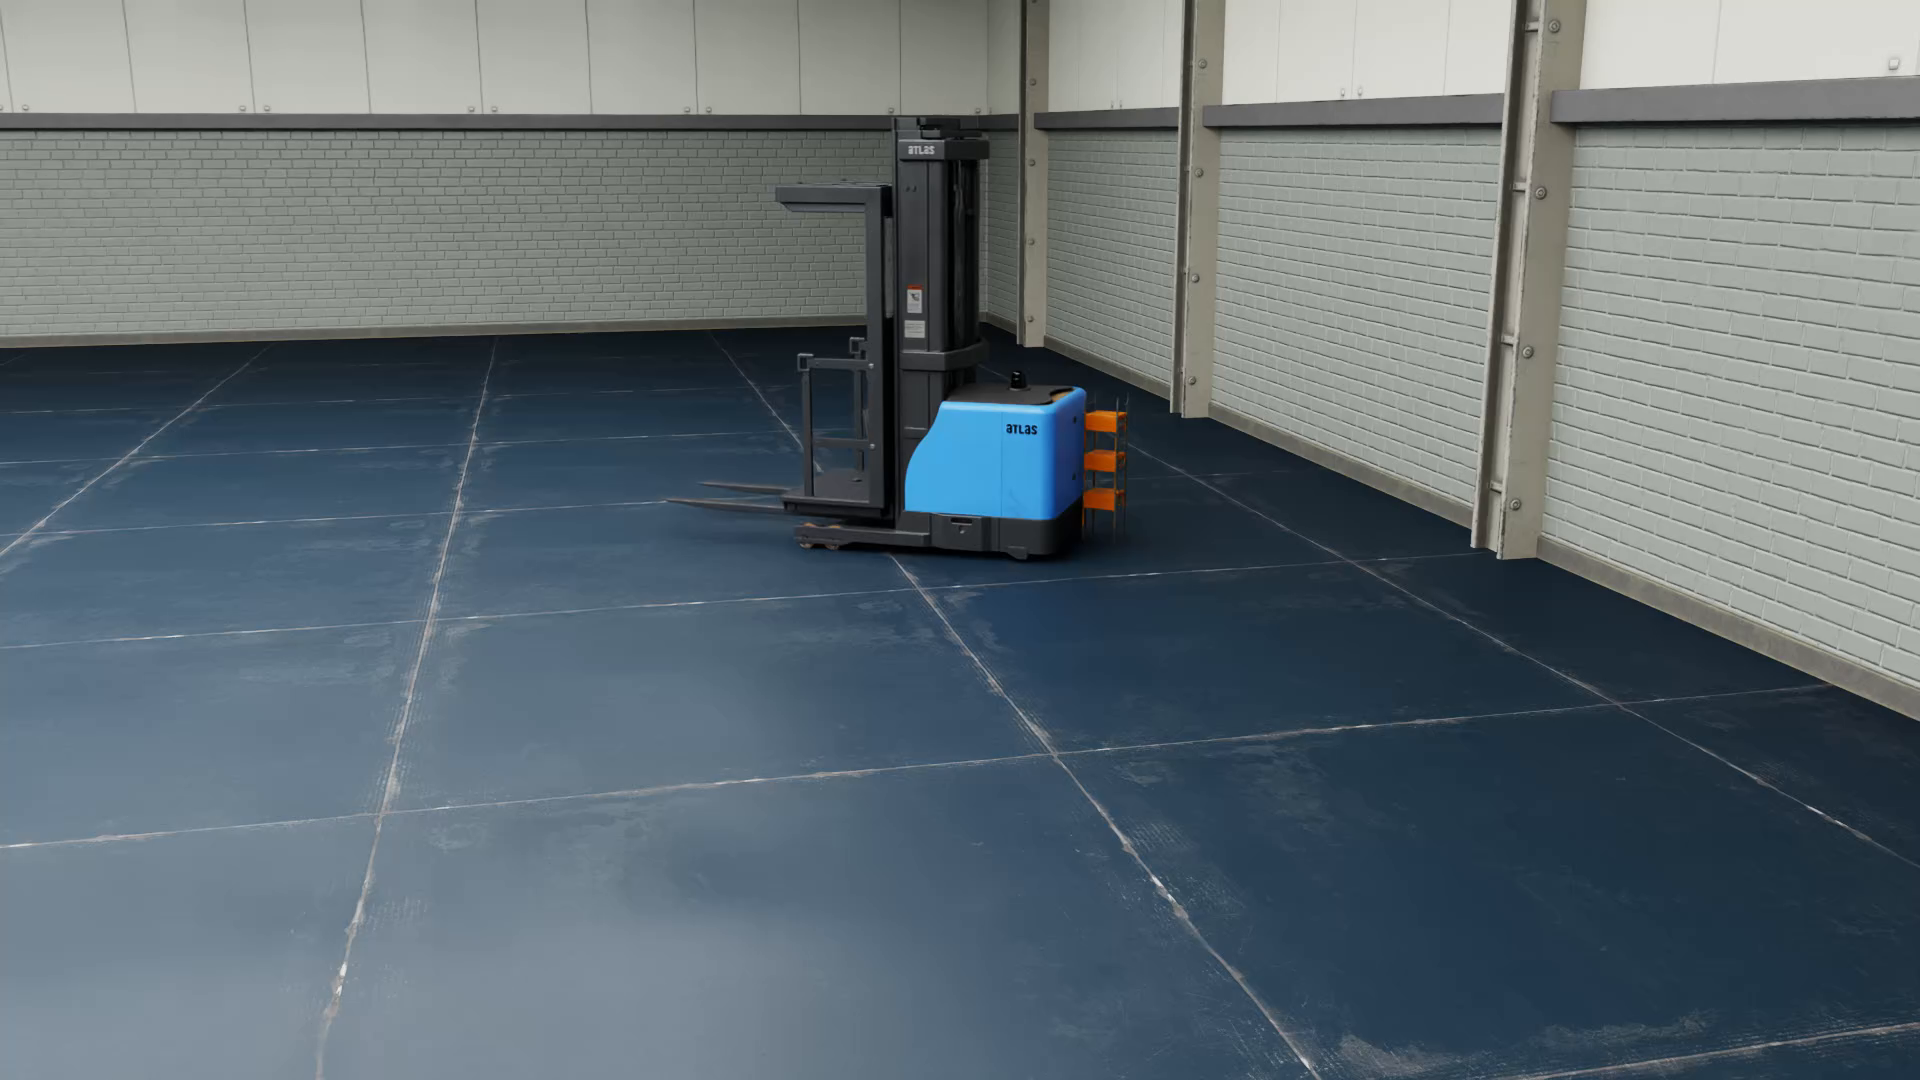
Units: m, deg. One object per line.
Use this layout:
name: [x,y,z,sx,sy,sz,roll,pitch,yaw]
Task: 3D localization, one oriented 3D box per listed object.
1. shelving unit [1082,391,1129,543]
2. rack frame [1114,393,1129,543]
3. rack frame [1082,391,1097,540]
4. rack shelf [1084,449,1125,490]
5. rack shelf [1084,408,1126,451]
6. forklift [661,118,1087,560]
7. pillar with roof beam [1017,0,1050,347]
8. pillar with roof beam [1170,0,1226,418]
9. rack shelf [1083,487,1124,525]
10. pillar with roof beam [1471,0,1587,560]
shelving unit: [1.035,-0.521,11.846,0.252,1.050,0.215,7,15,27]
rack frame: [1.143,-0.507,11.792,0.008,1.050,0.200,7,15,27]
rack frame: [0.926,-0.534,11.901,0.008,1.050,0.200,7,15,27]
rack shelf: [1.035,-0.510,11.849,0.240,0.259,0.215,7,15,27]
rack shelf: [1.035,-0.786,11.782,0.240,0.259,0.215,7,15,27]
forklift: [-0.656,-1.474,11.783,3.031,2.935,1.130,4,14,17]
pillar with roof beam: [-3.202,-6.820,20.880,9.100,9.000,0.400,-3,14,-13]
pillar with roof beam: [-1.792,-5.436,15.215,9.100,9.000,0.400,-3,14,-13]
rack shelf: [1.035,-0.240,11.915,0.240,0.259,0.215,7,15,27]
pillar with roof beam: [-0.383,-4.051,9.549,9.100,9.000,0.400,-3,14,-13]
